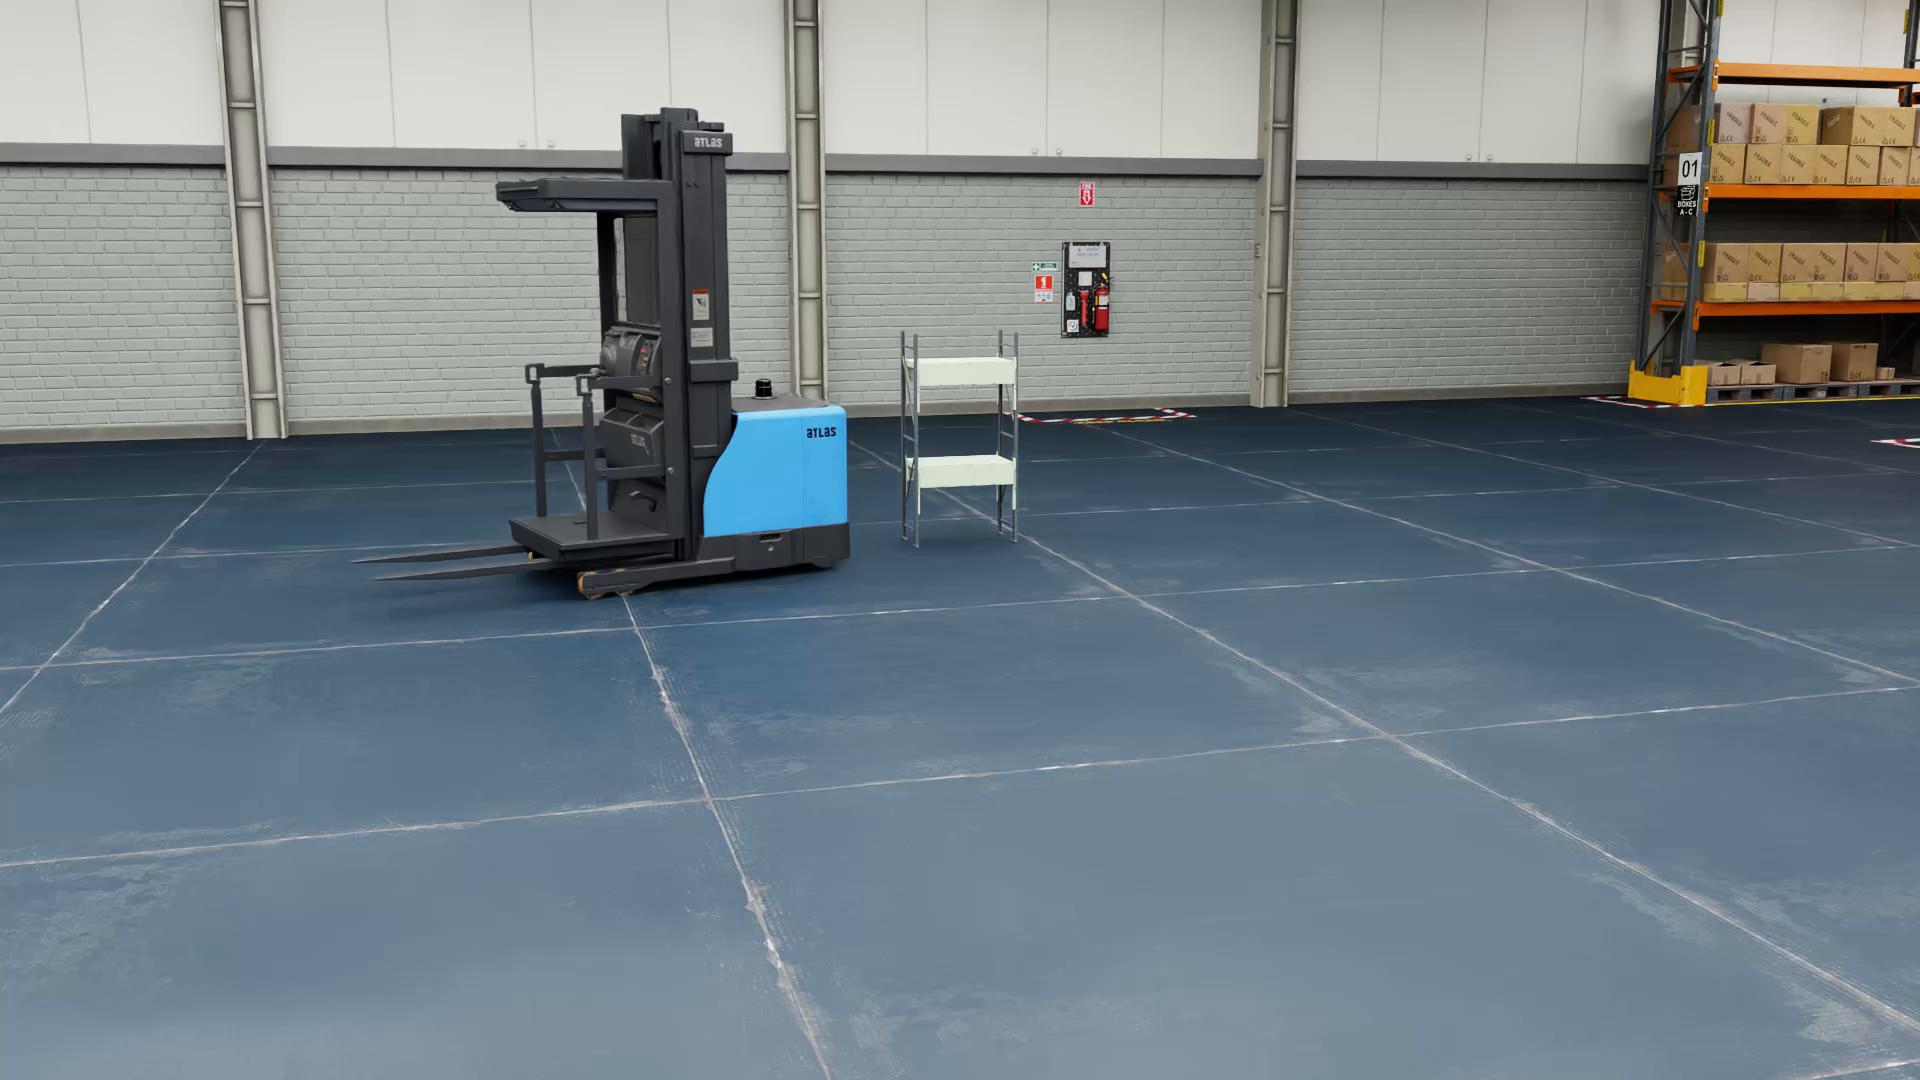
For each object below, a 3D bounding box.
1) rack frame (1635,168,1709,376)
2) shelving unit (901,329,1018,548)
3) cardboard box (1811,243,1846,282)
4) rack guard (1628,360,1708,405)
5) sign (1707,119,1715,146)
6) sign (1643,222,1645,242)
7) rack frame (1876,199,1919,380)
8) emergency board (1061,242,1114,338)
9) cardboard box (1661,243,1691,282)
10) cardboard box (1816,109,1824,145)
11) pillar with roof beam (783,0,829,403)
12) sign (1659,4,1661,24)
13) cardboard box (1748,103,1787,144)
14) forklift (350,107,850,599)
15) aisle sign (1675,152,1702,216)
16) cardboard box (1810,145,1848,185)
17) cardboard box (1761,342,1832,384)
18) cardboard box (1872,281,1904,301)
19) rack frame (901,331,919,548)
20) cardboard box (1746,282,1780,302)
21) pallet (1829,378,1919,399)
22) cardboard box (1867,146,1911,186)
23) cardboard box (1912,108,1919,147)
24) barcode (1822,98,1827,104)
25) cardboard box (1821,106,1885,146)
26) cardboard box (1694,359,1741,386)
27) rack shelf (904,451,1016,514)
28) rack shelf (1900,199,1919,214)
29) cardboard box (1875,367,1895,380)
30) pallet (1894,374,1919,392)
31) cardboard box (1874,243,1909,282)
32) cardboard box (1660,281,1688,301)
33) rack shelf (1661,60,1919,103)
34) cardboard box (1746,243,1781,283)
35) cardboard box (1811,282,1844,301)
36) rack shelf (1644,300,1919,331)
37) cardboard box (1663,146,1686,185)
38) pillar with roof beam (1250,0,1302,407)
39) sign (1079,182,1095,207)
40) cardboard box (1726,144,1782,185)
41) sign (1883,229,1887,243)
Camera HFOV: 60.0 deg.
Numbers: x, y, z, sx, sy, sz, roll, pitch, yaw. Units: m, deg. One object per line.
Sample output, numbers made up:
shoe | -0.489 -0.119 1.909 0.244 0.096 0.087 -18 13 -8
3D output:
rack frame | 9.306 -3.323 21.811 0.127 3.000 1.000 -3 11 -16
shelving unit | -0.006 -0.737 11.909 0.755 1.500 0.431 -3 11 -16
cardboard box | 11.315 -3.676 22.018 0.500 0.500 0.500 -3 11 -14
rack guard | 9.378 -2.097 22.058 0.348 0.500 1.175 -3 11 -16
sign | 9.457 -5.134 20.948 0.005 0.325 0.100 -3 11 -16
sign | 9.170 -4.145 22.207 0.005 0.325 0.100 -3 11 -16
rack frame | 13.146 -3.525 22.911 0.127 3.000 1.000 -3 11 -16
emergency board | 1.592 -3.087 20.528 0.643 1.169 0.194 -3 11 -16
cardboard box | 9.699 -3.688 22.085 0.500 0.500 0.500 -3 11 -17
cardboard box | 11.132 -5.491 22.210 0.500 0.500 0.500 -3 11 -16
pillar with roof beam | -0.583 -5.103 14.913 0.400 9.000 9.100 -3 11 -16
sign | 9.170 -6.908 21.699 0.005 0.325 0.100 -3 11 -16
cardboard box | 10.239 -5.343 21.405 0.500 0.500 0.500 -3 11 -17
forklift | -2.255 -1.190 10.418 3.031 2.935 1.130 -6 12 -31
aisle sign | 9.320 -4.546 21.273 0.004 0.787 0.394 -3 11 -16
cardboard box | 11.228 -4.909 21.812 0.500 0.500 0.500 -2 11 -12
cardboard box | 11.261 -2.386 22.414 0.500 0.500 0.700 -4 11 -20
cardboard box | 12.295 -3.361 22.377 0.500 0.250 0.500 -3 11 -16
rack frame | -0.358 -0.719 11.808 0.023 1.500 0.400 -3 11 -16
cardboard box | 10.357 -3.257 21.813 0.500 0.250 0.500 -3 11 -18
pallet | 12.511 -2.114 22.945 1.213 0.211 1.003 -3 11 -16
cardboard box | 12.241 -4.968 22.129 0.500 0.500 0.500 -4 11 -21
cardboard box | 12.741 -5.479 22.144 0.500 0.500 0.500 -4 11 -21
barcode | 11.691 -5.939 22.491 0.075 0.075 0.001 -3 11 -16
cardboard box | 11.719 -5.421 21.830 0.500 0.500 0.500 -3 11 -18
cardboard box | 9.995 -2.236 22.120 0.500 0.311 0.500 -4 11 -22
rack shelf | -0.006 -0.417 11.968 0.720 0.370 0.431 -3 11 -16
rack shelf | 15.066 -4.748 23.254 4.000 0.370 1.077 -3 11 -16
cardboard box | 12.641 -2.316 22.952 0.250 0.166 0.380 -5 11 -23
pallet | 13.893 -2.193 23.378 1.213 0.211 1.003 -3 11 -16
cardboard box | 12.301 -3.726 22.290 0.500 0.500 0.500 -3 11 -16
cardboard box | 9.700 -3.316 22.134 0.500 0.250 0.500 -3 11 -15
rack shelf | 11.226 -6.019 21.883 4.000 0.370 1.077 -3 11 -16
cardboard box | 10.325 -3.623 21.729 0.500 0.500 0.500 -3 11 -16
cardboard box | 11.334 -3.307 22.085 0.500 0.250 0.500 -3 11 -15
rack shelf | 11.226 -3.070 22.426 4.000 0.370 1.077 -3 11 -16
cardboard box | 9.635 -4.922 21.882 0.500 0.500 0.500 -2 11 -12
pillar with roof beam | 5.178 -5.407 16.563 0.400 9.000 9.100 -3 11 -16
sign | 1.556 -4.244 20.410 0.199 0.298 0.001 -3 11 -16
cardboard box | 10.222 -4.851 21.498 0.500 0.500 0.500 -2 11 -12
sign | 12.988 -4.191 23.329 0.005 0.325 0.100 -3 11 -16
